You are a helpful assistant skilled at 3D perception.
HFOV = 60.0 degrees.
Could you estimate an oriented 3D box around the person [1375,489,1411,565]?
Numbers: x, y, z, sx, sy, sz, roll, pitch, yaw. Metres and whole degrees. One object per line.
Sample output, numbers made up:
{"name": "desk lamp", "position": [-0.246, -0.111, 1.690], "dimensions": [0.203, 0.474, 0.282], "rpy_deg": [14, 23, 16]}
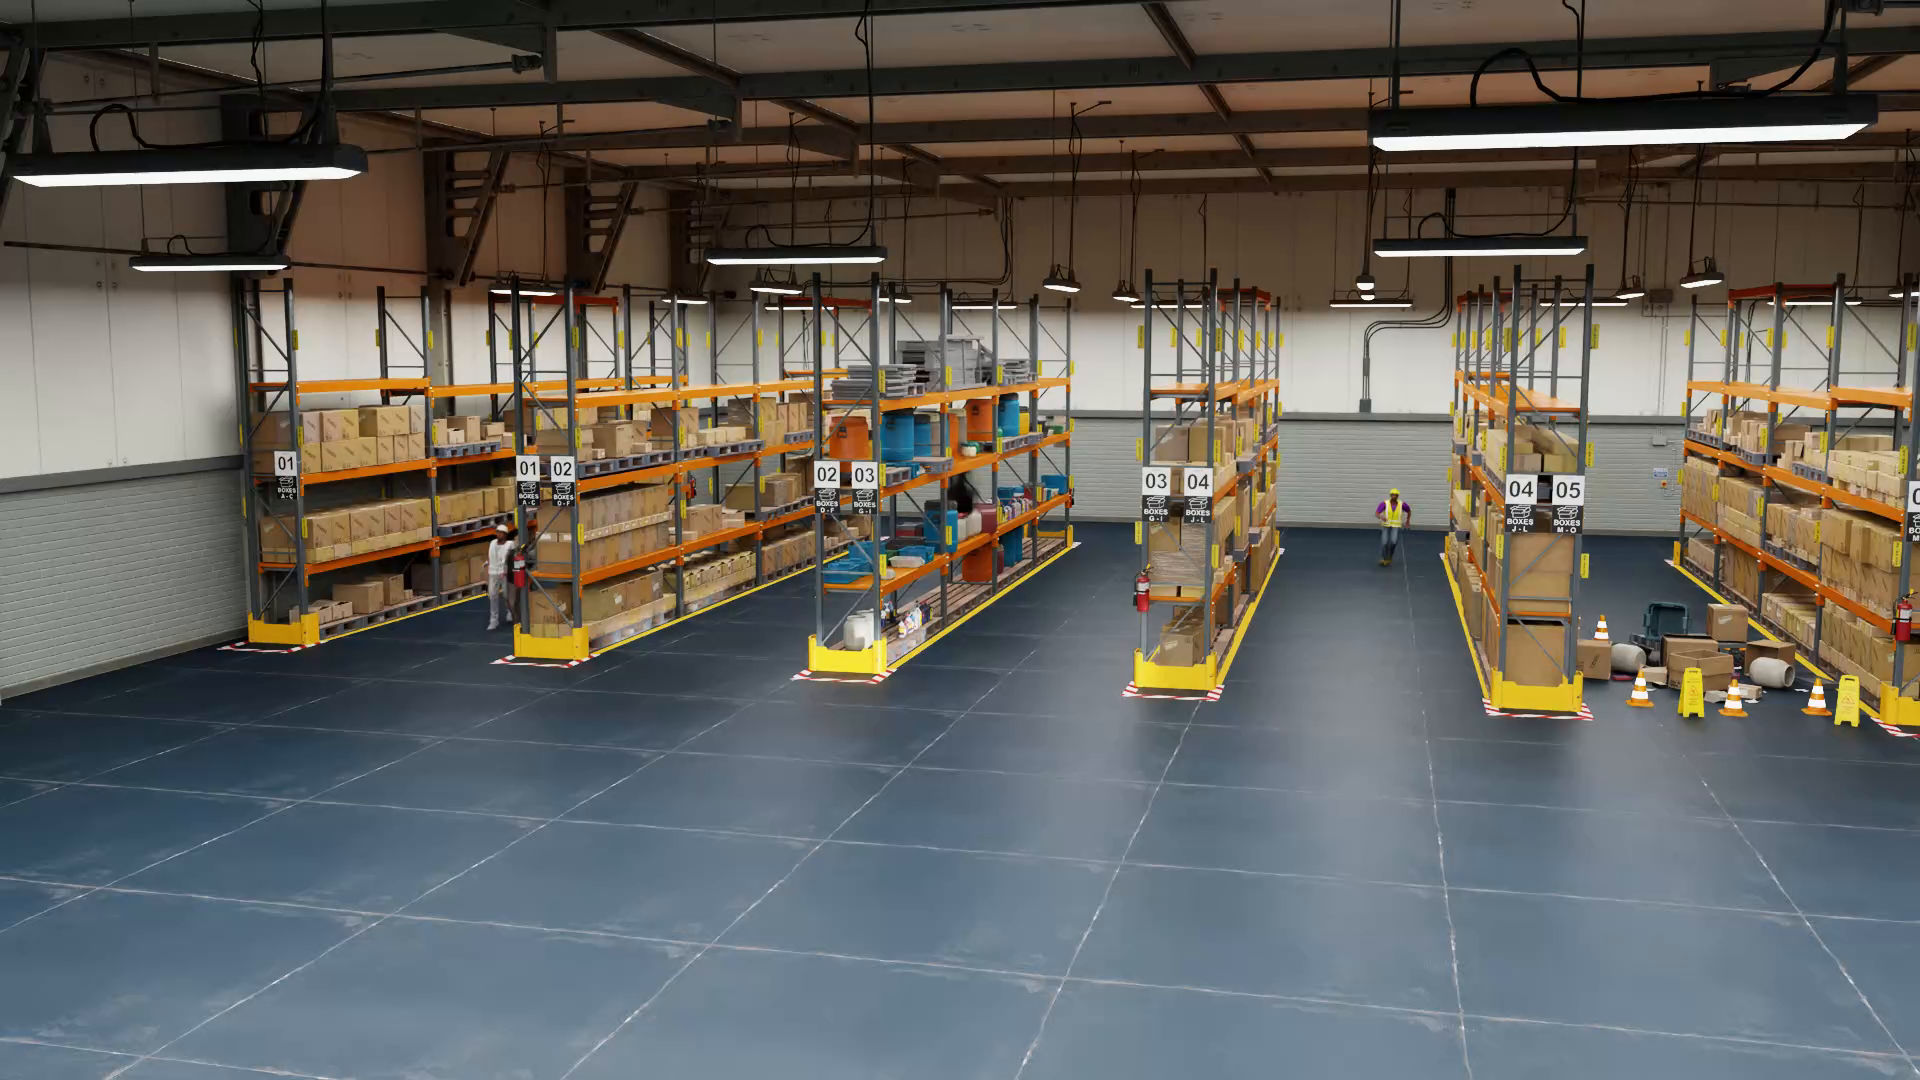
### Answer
{"name": "person", "position": [9.616, -0.291, 36.989], "dimensions": [0.779, 1.708, 0.637], "rpy_deg": [2, 7, 16]}

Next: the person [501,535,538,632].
{"name": "person", "position": [-7.579, 0.744, 28.632], "dimensions": [0.657, 1.672, 0.609], "rpy_deg": [1, 7, 12]}

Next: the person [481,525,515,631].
{"name": "person", "position": [-8.027, 0.636, 29.163], "dimensions": [0.734, 1.809, 0.889], "rpy_deg": [1, 7, 5]}
